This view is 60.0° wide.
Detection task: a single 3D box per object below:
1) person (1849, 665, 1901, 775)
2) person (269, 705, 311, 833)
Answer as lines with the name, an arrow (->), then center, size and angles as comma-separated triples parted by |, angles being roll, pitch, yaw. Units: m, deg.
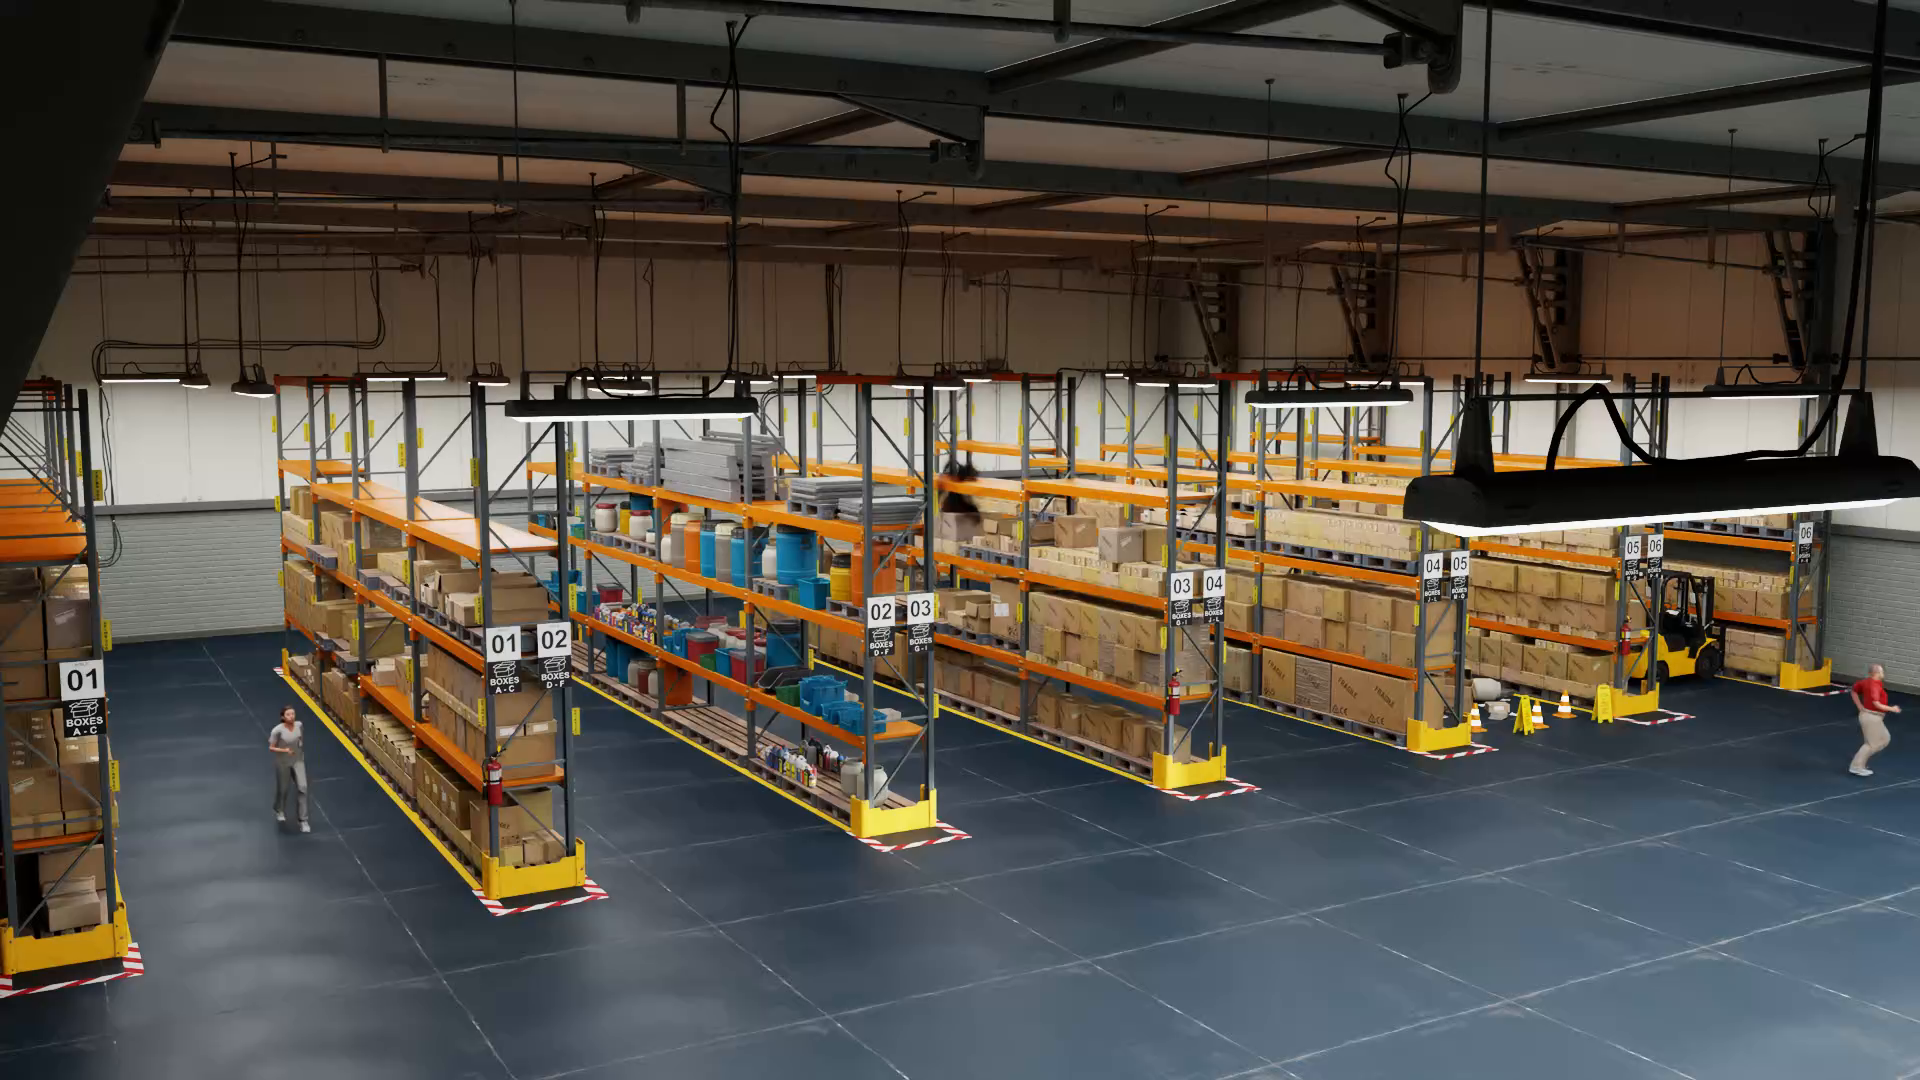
person -> 13.869, 2.737, 25.194 | 0.647, 1.713, 0.663 | 2, 7, 17
person -> -9.057, 3.044, 22.417 | 0.518, 1.696, 0.887 | -5, 8, -38
